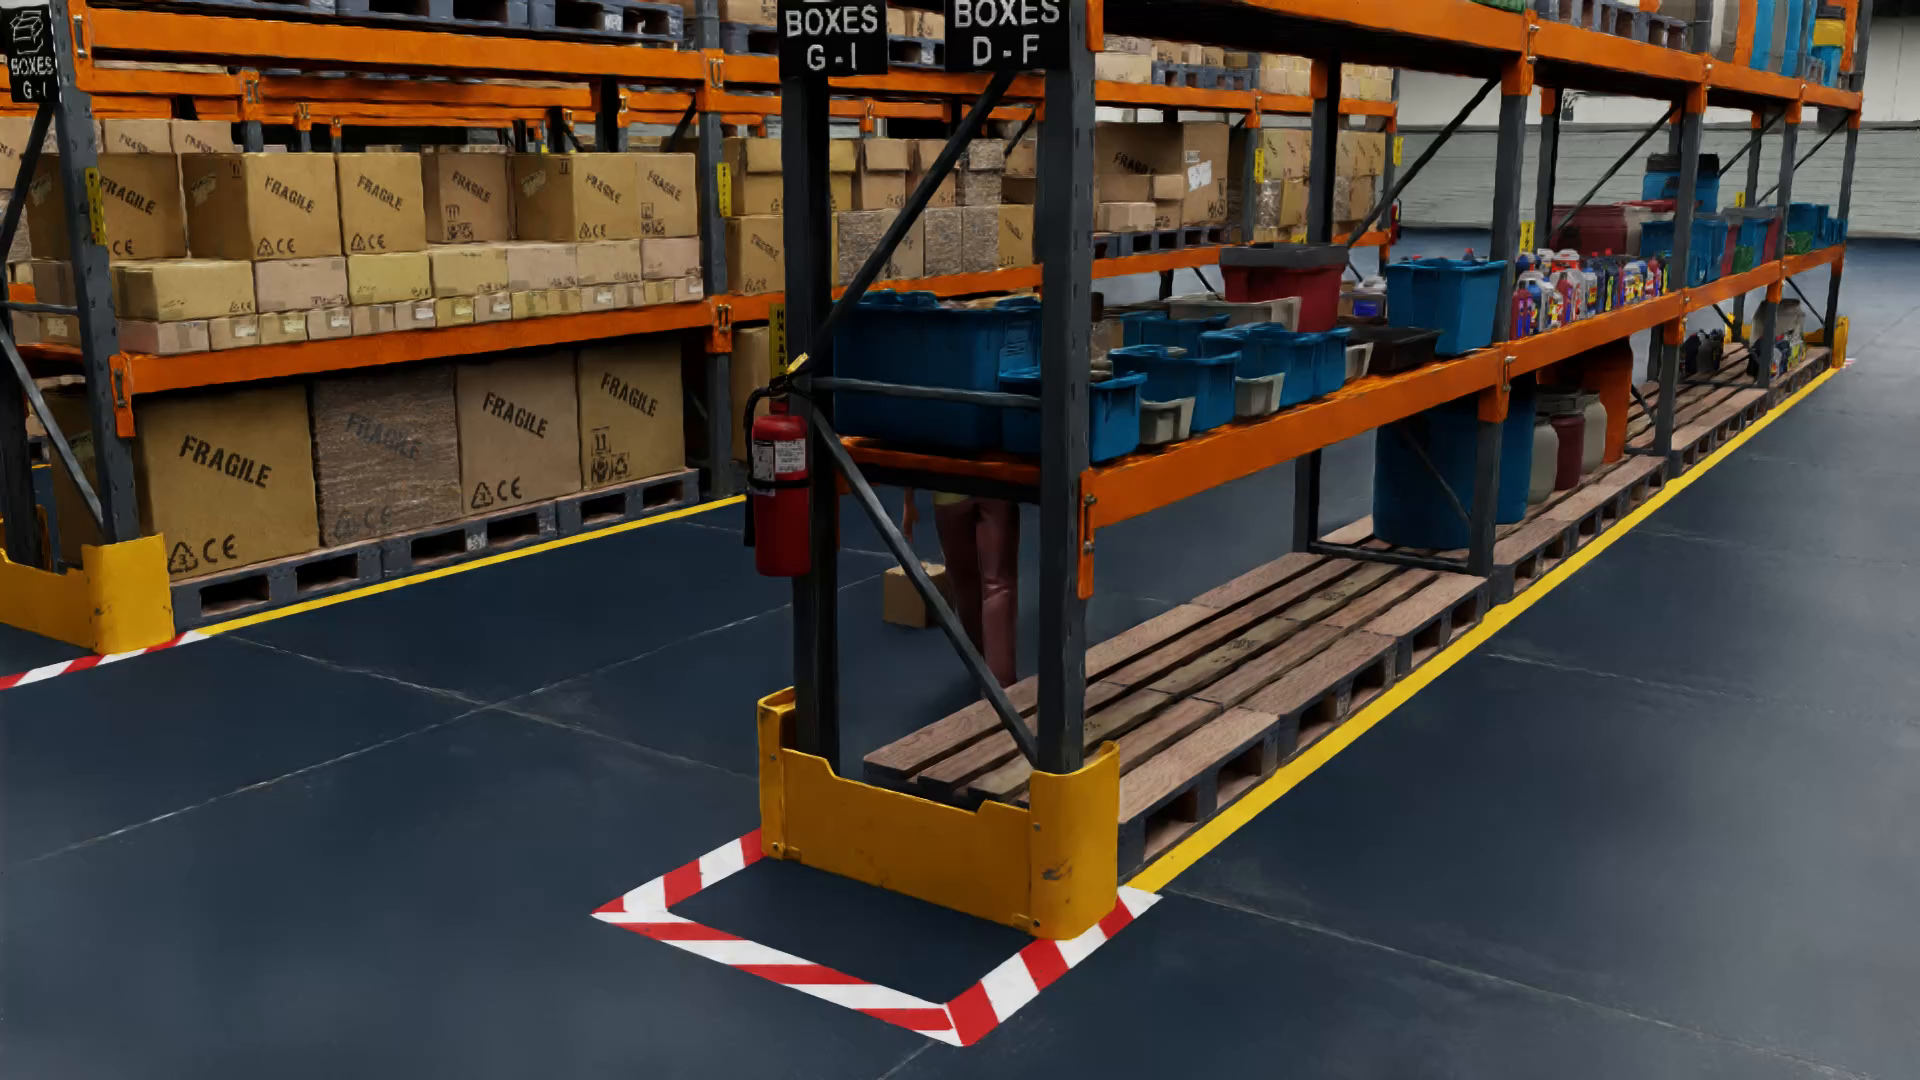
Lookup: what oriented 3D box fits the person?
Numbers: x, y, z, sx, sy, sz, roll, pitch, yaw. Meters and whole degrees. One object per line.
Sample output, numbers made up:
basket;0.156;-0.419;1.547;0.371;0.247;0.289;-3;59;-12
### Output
person;0.071;-0.164;6.793;0.569;1.618;0.963;1;13;6
